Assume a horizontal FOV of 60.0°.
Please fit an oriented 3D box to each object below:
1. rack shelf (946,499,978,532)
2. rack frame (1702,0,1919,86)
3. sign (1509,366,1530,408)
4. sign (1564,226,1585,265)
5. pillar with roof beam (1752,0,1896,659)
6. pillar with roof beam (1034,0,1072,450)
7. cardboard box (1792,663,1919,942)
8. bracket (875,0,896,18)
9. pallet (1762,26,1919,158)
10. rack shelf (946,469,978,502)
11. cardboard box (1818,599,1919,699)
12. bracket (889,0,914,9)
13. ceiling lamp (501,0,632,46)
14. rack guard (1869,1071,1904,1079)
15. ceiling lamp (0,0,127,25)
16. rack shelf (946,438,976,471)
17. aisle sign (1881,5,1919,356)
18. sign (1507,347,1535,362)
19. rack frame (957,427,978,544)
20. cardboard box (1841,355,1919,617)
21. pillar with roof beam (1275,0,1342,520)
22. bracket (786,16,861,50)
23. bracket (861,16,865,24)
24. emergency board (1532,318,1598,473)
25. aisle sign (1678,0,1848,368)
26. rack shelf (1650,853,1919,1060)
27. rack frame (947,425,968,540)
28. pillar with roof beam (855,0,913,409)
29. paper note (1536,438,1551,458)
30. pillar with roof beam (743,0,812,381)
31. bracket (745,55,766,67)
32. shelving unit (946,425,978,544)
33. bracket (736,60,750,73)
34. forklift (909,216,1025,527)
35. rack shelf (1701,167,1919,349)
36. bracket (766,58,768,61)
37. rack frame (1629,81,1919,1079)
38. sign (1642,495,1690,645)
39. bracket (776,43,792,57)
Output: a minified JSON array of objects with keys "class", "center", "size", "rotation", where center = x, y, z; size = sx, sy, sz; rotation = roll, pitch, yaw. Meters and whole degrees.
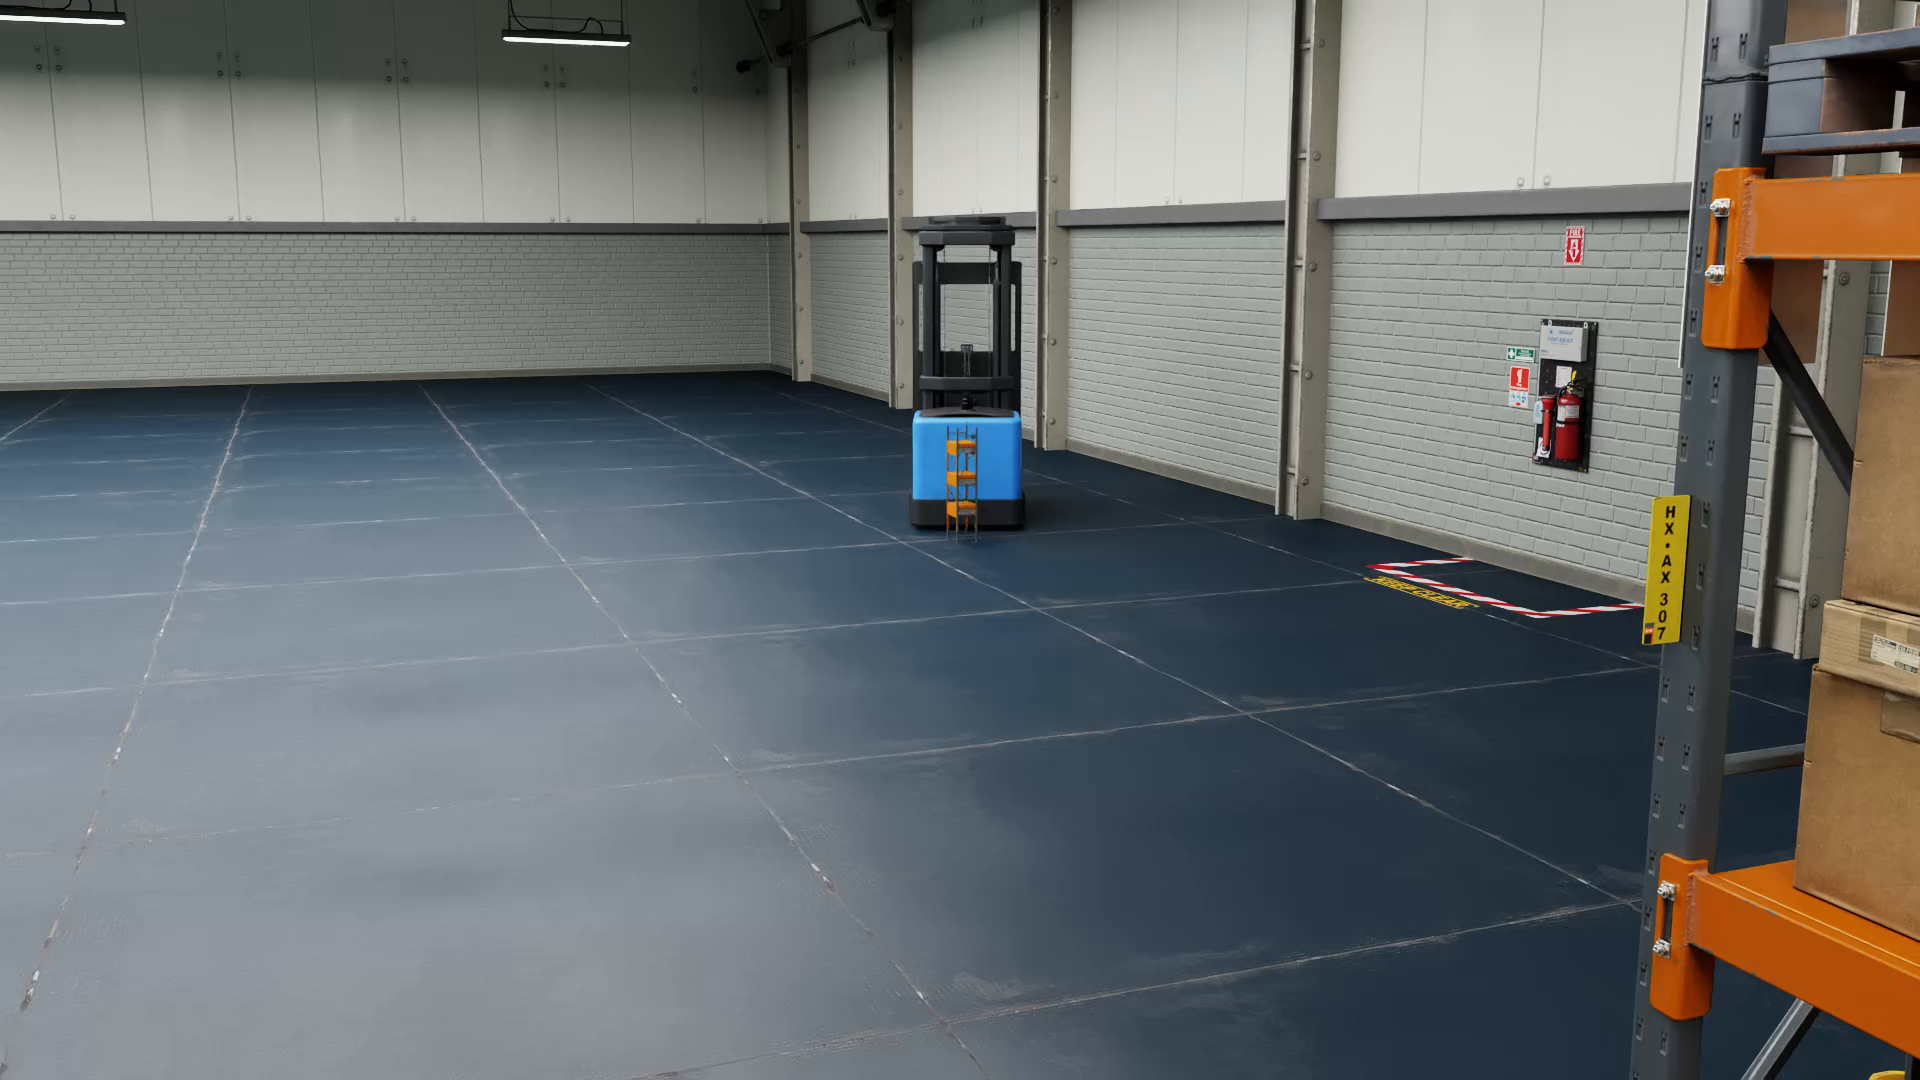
[{"class":"rack shelf","center":[0.019,-0.224,15.159],"size":[0.215,0.259,0.240],"rotation":[-4,11,-21]},{"class":"rack frame","center":[2.055,-2.457,3.366],"size":[1.000,3.000,0.127],"rotation":[-4,11,-21]},{"class":"sign","center":[4.592,-1.258,13.657],"size":[0.001,0.329,0.234],"rotation":[-4,11,-21]},{"class":"sign","center":[4.786,-2.293,12.956],"size":[0.001,0.298,0.199],"rotation":[-4,11,-21]},{"class":"pillar with roof beam","center":[1.544,-3.419,8.773],"size":[9.100,9.000,0.400],"rotation":[-4,11,-21]},{"class":"pillar with roof beam","center":[-2.805,-5.377,19.785],"size":[9.100,9.000,0.400],"rotation":[-4,11,-21]},{"class":"cardboard box","center":[2.212,0.525,3.450],"size":[0.700,0.500,0.500],"rotation":[-4,11,-21]},{"class":"bracket","center":[-1.147,-8.312,26.004],"size":[0.235,0.232,0.430],"rotation":[-4,11,-21]},{"class":"pallet","center":[2.287,-0.819,2.978],"size":[1.003,0.211,1.213],"rotation":[-4,11,-21]},{"class":"rack shelf","center":[0.019,-0.498,15.111],"size":[0.215,0.259,0.240],"rotation":[-4,11,-21]},{"class":"cardboard box","center":[1.996,0.206,3.389],"size":[0.380,0.149,0.250],"rotation":[-4,11,-21]},{"class":"bracket","center":[-0.213,-7.891,23.639],"size":[0.076,0.066,4.783],"rotation":[-4,11,-21]},{"class":"ceiling lamp","center":[-6.364,-9.537,26.505],"size":[2.000,3.185,0.800],"rotation":[-4,11,-21]},{"class":"rack guard","center":[2.046,1.724,4.132],"size":[1.175,0.500,0.348],"rotation":[-4,11,-21]},{"class":"ceiling lamp","center":[-13.205,-9.072,23.887],"size":[2.000,3.185,0.800],"rotation":[-4,11,-21]},{"class":"rack shelf","center":[0.019,-0.777,15.061],"size":[0.215,0.259,0.240],"rotation":[-4,11,-21]},{"class":"aisle sign","center":[2.305,-0.812,3.829],"size":[0.394,0.787,0.004],"rotation":[-4,11,-21]},{"class":"sign","center":[4.585,-1.518,13.603],"size":[0.001,0.109,0.331],"rotation":[-4,11,-21]},{"class":"rack frame","center":[0.064,-0.488,14.997],"size":[0.200,1.050,0.008],"rotation":[-4,11,-21]},{"class":"cardboard box","center":[2.231,-0.105,3.288],"size":[0.700,0.500,0.500],"rotation":[-4,11,-21]},{"class":"pillar with roof beam","center":[-0.630,-4.398,14.279],"size":[9.100,9.000,0.400],"rotation":[-4,11,-21]},{"class":"bracket","center":[-2.388,-8.871,29.145],"size":[0.076,0.066,4.783],"rotation":[-4,11,-21]},{"class":"bracket","center":[-1.448,-8.447,26.765],"size":[0.235,0.232,0.430],"rotation":[-4,11,-21]},{"class":"emergency board","center":[4.696,-1.144,13.116],"size":[0.194,1.169,0.643],"rotation":[-4,11,-21]},{"class":"aisle sign","center":[1.746,-0.774,3.615],"size":[0.394,0.787,0.004],"rotation":[-4,11,-21]},{"class":"rack shelf","center":[2.780,1.178,2.119],"size":[1.077,0.370,4.000],"rotation":[-4,11,-21]},{"class":"rack frame","center":[-0.025,-0.528,15.221],"size":[0.200,1.050,0.008],"rotation":[-4,11,-21]},{"class":"pillar with roof beam","center":[-4.979,-6.357,25.290],"size":[9.100,9.000,0.548],"rotation":[-4,11,-21]},{"class":"paper note","center":[4.697,-0.743,13.380],"size":[0.016,0.148,0.142],"rotation":[-4,11,-21]},{"class":"pillar with roof beam","center":[-7.153,-7.336,30.796],"size":[9.100,9.000,0.548],"rotation":[-4,11,-21]},{"class":"bracket","center":[-4.267,-9.717,33.904],"size":[0.076,0.066,3.189],"rotation":[-4,11,-21]},{"class":"shelving unit","center":[0.019,-0.508,15.109],"size":[0.215,1.050,0.252],"rotation":[-4,11,-21]},{"class":"bracket","center":[-4.481,-9.813,34.446],"size":[0.235,0.232,0.430],"rotation":[-4,11,-21]},{"class":"forklift","center":[0.068,-1.778,16.877],"size":[1.130,2.935,3.031],"rotation":[0,10,0]},{"class":"rack shelf","center":[2.780,-0.299,1.857],"size":[1.077,0.370,4.000],"rotation":[-4,11,-21]},{"class":"bracket","center":[-3.622,-9.427,32.271],"size":[0.235,0.232,0.430],"rotation":[-4,11,-21]},{"class":"rack frame","center":[2.055,0.497,3.892],"size":[1.000,3.000,0.127],"rotation":[-4,11,-21]},{"class":"sign","center":[1.536,0.066,3.616],"size":[0.100,0.325,0.005],"rotation":[-4,11,-21]},{"class":"bracket","center":[-3.321,-9.291,31.509],"size":[0.235,0.232,0.430],"rotation":[-4,11,-21]}]
